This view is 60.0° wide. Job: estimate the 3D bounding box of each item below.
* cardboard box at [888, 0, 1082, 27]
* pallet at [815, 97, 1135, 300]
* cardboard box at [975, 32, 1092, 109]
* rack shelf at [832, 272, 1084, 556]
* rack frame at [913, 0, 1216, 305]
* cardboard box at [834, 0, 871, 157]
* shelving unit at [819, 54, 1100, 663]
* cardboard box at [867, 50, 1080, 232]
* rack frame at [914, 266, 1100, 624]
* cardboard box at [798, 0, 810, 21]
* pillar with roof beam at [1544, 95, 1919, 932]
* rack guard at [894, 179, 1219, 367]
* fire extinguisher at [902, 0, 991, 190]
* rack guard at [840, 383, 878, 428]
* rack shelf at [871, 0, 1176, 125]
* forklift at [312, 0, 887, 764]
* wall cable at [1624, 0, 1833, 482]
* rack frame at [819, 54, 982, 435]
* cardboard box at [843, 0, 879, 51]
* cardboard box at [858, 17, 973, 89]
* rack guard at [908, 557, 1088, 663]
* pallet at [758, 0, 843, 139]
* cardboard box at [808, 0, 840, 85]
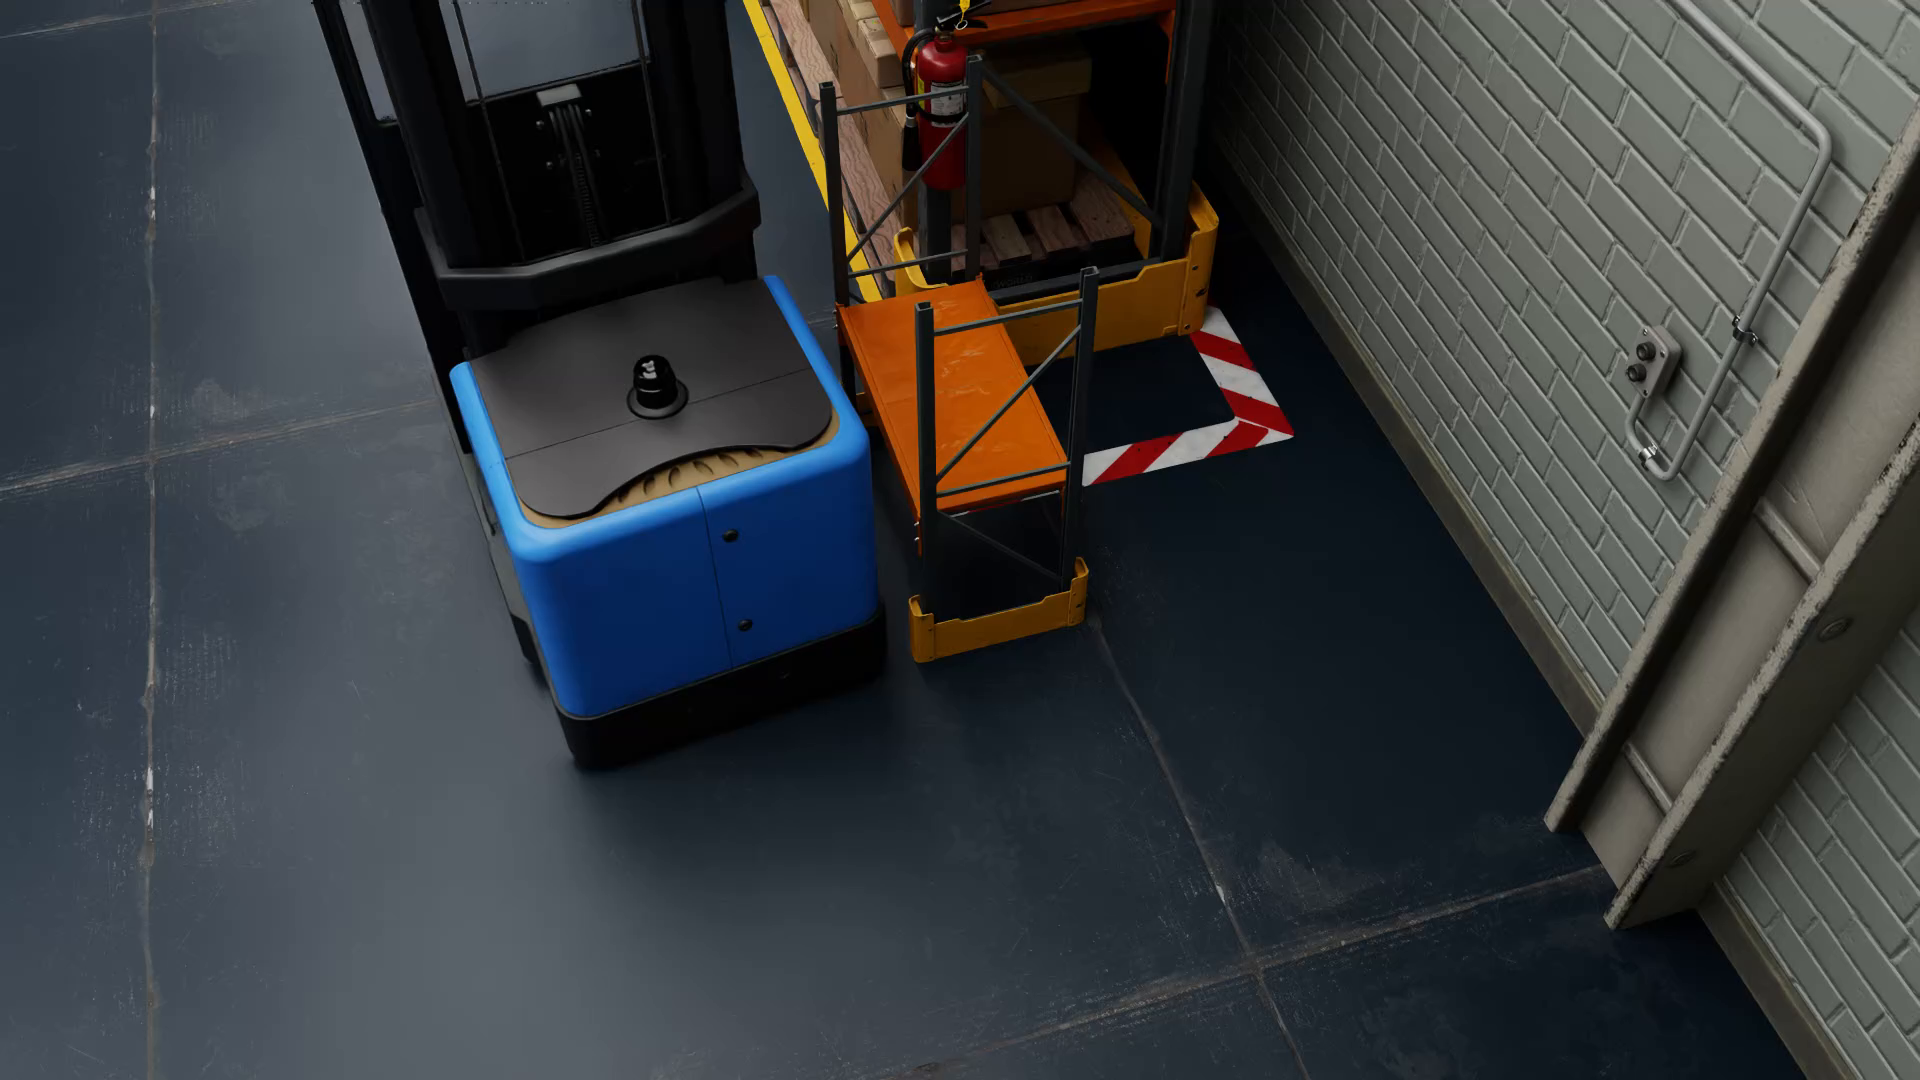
[{"bbox_3d":[0.186,-2.259,5.496,0.980,0.700,0.700,-11,51,-9],"label":"cardboard box"},{"bbox_3d":[0.035,-1.460,6.842,1.003,0.211,1.213,-13,51,-11],"label":"pallet"},{"bbox_3d":[0.272,-1.773,6.219,0.380,0.149,0.250,-13,51,-11],"label":"cardboard box"},{"bbox_3d":[-0.025,-0.430,5.367,0.538,0.185,1.000,-13,51,-11],"label":"rack shelf"},{"bbox_3d":[0.347,-1.792,5.299,1.000,3.000,0.127,-13,51,-11],"label":"rack frame"},{"bbox_3d":[-0.104,-1.976,6.814,0.700,0.500,0.500,-13,51,-11],"label":"cardboard box"},{"bbox_3d":[-0.023,-0.539,5.223,0.587,1.500,1.083,-13,51,-11],"label":"shelving unit"},{"bbox_3d":[0.044,-1.610,6.506,0.700,0.500,0.500,-13,51,-11],"label":"cardboard box"},{"bbox_3d":[0.125,-0.174,4.916,0.500,1.500,0.032,-13,51,-11],"label":"rack frame"},{"bbox_3d":[-0.418,-2.731,7.450,0.700,0.500,0.500,-12,51,-10],"label":"cardboard box"},{"bbox_3d":[-2.141,-0.976,0.687,9.100,9.000,0.400,-13,51,-11],"label":"pillar with roof beam"},{"bbox_3d":[0.354,-0.969,6.240,1.175,0.500,0.348,-13,51,-11],"label":"rack guard"},{"bbox_3d":[-0.050,-1.432,5.290,0.296,0.674,0.183,-13,51,-11],"label":"fire extinguisher"},{"bbox_3d":[-0.170,-0.500,6.008,0.587,0.250,0.087,-13,51,-11],"label":"rack guard"},{"bbox_3d":[-0.245,-3.021,6.805,1.077,0.370,4.000,-13,51,-11],"label":"rack shelf"},{"bbox_3d":[-1.294,-1.408,5.020,1.130,2.935,3.031,-19,52,-15],"label":"forklift"},{"bbox_3d":[1.629,-1.398,4.302,0.084,1.984,1.851,-13,51,-11],"label":"wall cable"},{"bbox_3d":[-0.176,-0.917,5.542,0.500,1.500,0.032,-13,51,-11],"label":"rack frame"},{"bbox_3d":[-0.244,-2.059,6.460,0.380,0.149,0.250,-12,51,-10],"label":"cardboard box"},{"bbox_3d":[-0.168,-1.872,6.302,0.380,0.149,0.250,-14,51,-11],"label":"cardboard box"},{"bbox_3d":[0.125,0.227,5.395,0.587,0.250,0.087,-13,51,-11],"label":"rack guard"},{"bbox_3d":[-0.322,-2.349,7.592,1.003,0.211,1.213,-13,51,-11],"label":"pallet"},{"bbox_3d":[-0.253,-2.343,7.124,0.700,0.500,0.500,-15,51,-12],"label":"cardboard box"}]
